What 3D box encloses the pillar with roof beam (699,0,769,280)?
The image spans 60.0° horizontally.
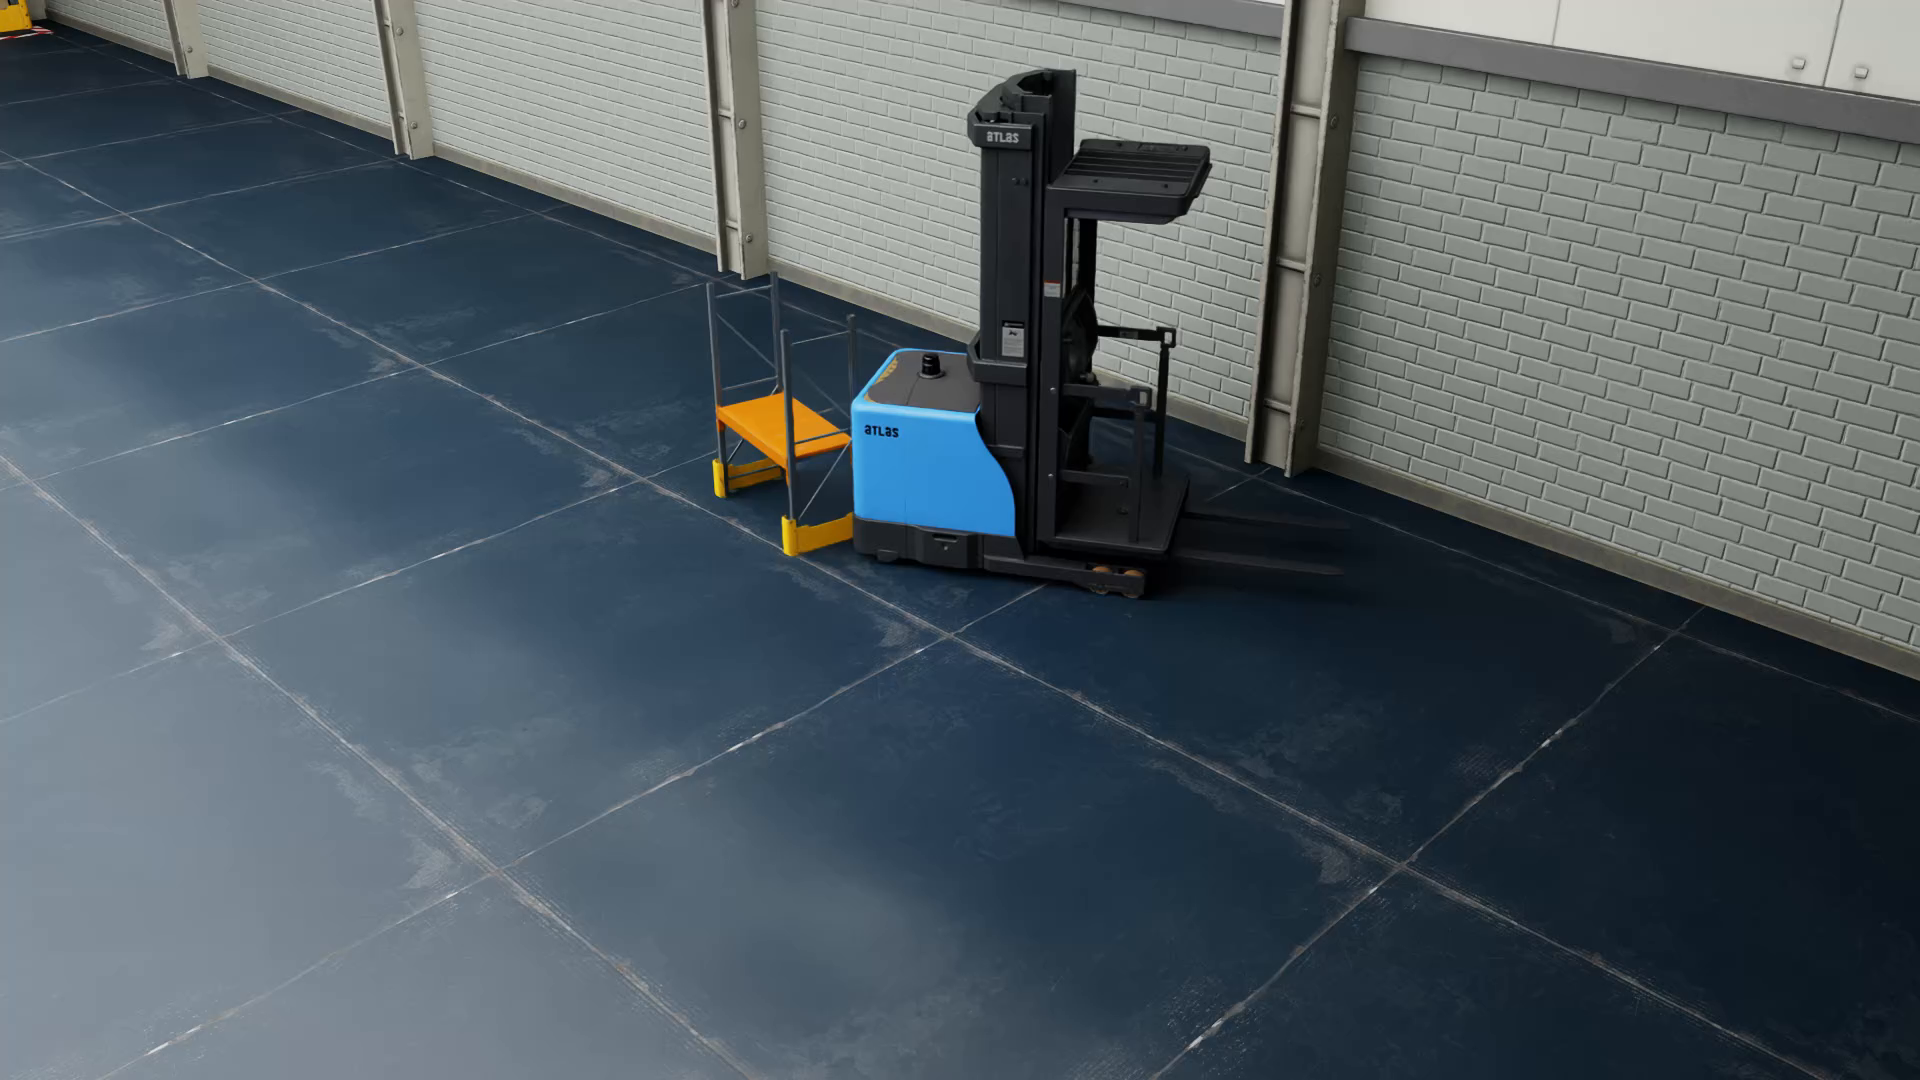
[{"bbox_3d":[-5.031,-5.059,10.695,0.400,9.000,9.100,25,36,38],"label":"pillar with roof beam"}]

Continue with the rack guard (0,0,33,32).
[{"bbox_3d":[-14.967,-8.065,25.544,0.348,0.500,1.175,25,36,38],"label":"rack guard"}]

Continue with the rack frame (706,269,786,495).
[{"bbox_3d":[-1.408,-1.039,11.108,0.500,1.500,0.032,-17,32,-29],"label":"rack frame"}]

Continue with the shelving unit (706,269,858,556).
[{"bbox_3d":[-1.135,-0.845,10.738,0.587,1.500,1.083,-17,32,-29],"label":"shelving unit"}]

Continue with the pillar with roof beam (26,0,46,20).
[{"bbox_3d":[-17.867,-10.932,21.865,0.400,9.000,9.100,25,36,38],"label":"pillar with roof beam"}]

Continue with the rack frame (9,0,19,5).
[{"bbox_3d":[-14.984,-9.179,24.977,0.127,3.000,1.000,25,36,38],"label":"rack frame"}]

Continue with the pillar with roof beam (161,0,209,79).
[{"bbox_3d":[-13.588,-8.974,18.142,0.400,9.000,9.100,25,36,38],"label":"pillar with roof beam"}]

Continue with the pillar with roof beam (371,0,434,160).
[{"bbox_3d":[-9.310,-7.017,14.418,0.400,9.000,9.100,25,36,38],"label":"pillar with roof beam"}]

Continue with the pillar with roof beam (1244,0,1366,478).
[{"bbox_3d":[-0.753,-3.101,6.972,0.400,9.000,9.100,25,36,38],"label":"pillar with roof beam"}]

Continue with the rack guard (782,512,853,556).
[{"bbox_3d":[-0.863,-0.097,10.660,0.587,0.250,0.087,-17,32,-29],"label":"rack guard"}]

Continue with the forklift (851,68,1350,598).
[{"bbox_3d":[0.900,-1.220,9.914,3.031,2.935,1.130,7,29,13],"label":"forklift"}]

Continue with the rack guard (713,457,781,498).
[{"bbox_3d":[-1.408,-0.486,11.398,0.587,0.250,0.087,-17,32,-29],"label":"rack guard"}]

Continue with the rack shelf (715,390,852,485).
[{"bbox_3d":[-1.130,-0.682,10.815,0.538,0.185,1.000,-17,32,-29],"label":"rack shelf"}]

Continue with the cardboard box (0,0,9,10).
[{"bbox_3d":[-15.197,-8.373,25.948,0.500,0.250,0.500,25,37,39],"label":"cardboard box"}]

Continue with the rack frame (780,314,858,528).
[{"bbox_3d":[-0.852,-0.643,10.355,0.500,1.500,0.032,-17,32,-29],"label":"rack frame"}]
